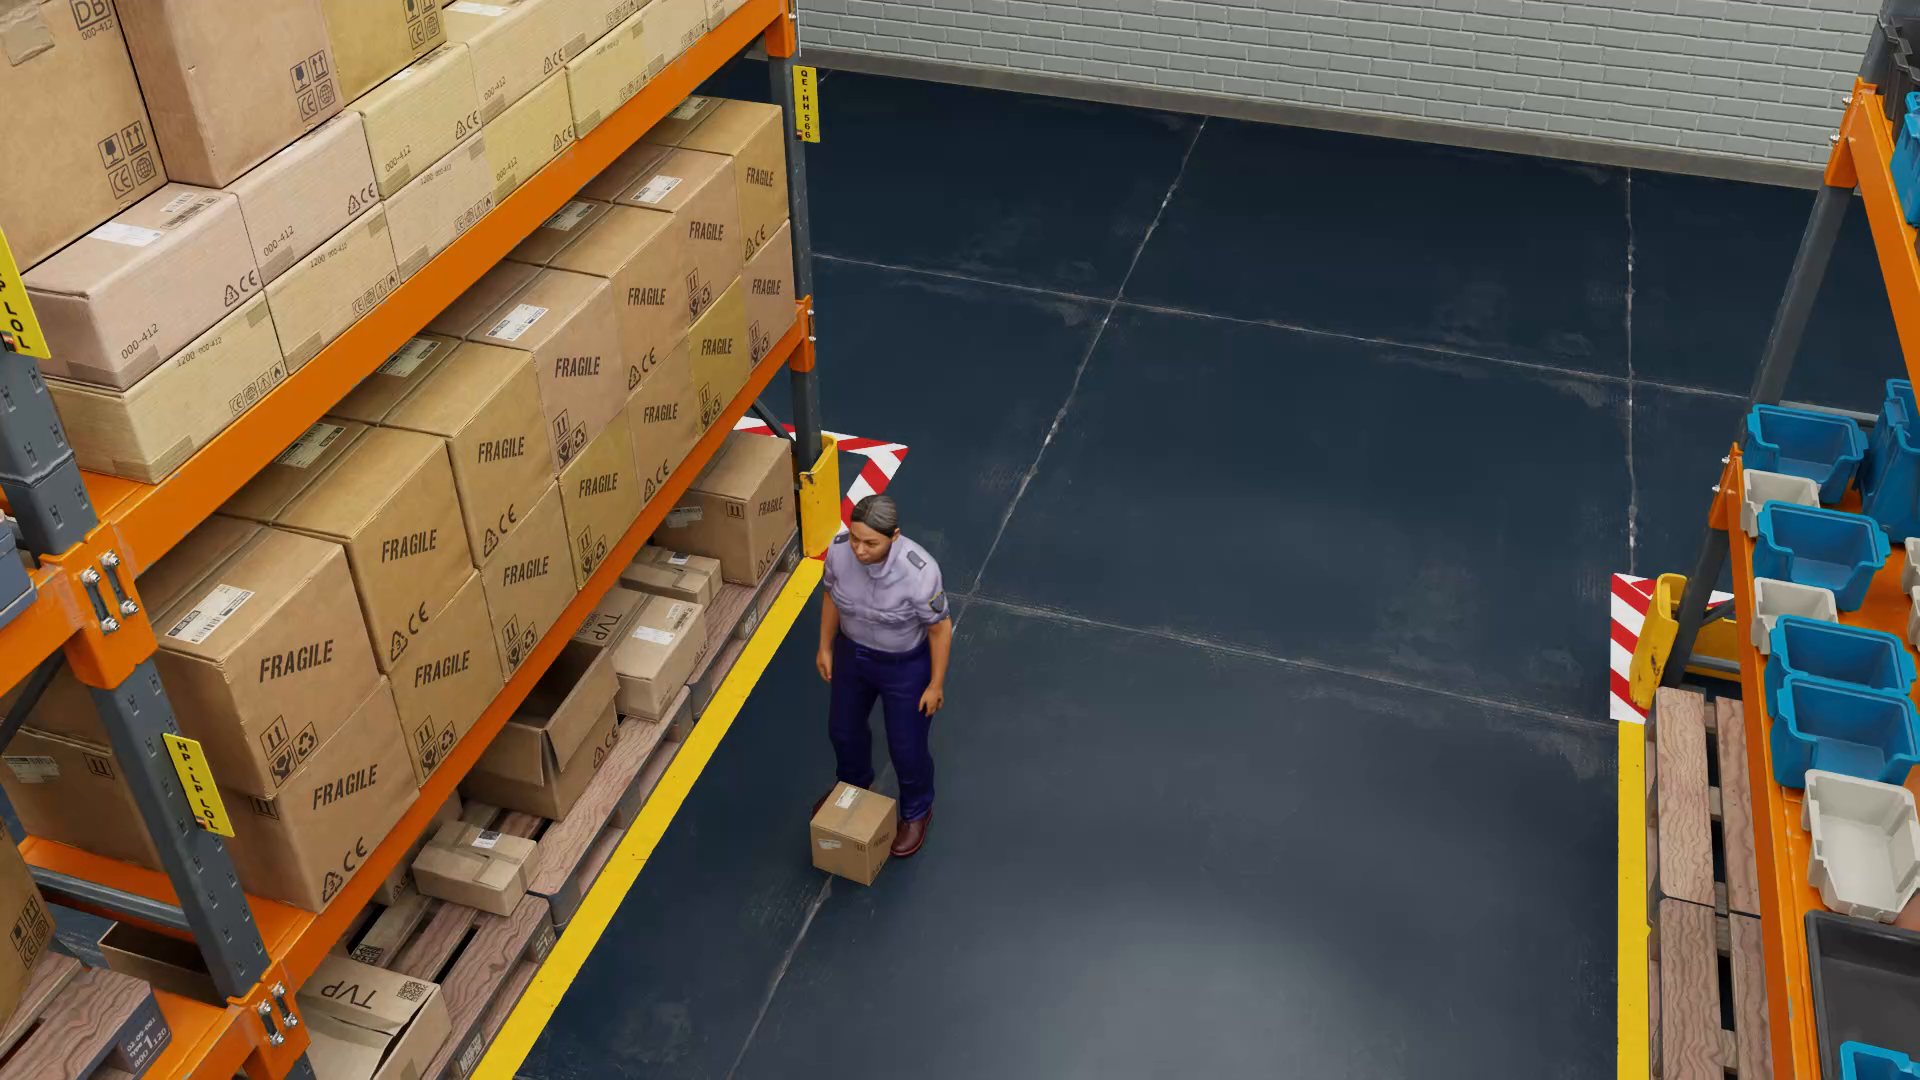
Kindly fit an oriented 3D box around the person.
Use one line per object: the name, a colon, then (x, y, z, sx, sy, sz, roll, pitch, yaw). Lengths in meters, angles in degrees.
person: (-0.297, 0.475, 6.283, 0.562, 1.638, 0.364, 17, 41, 21)
